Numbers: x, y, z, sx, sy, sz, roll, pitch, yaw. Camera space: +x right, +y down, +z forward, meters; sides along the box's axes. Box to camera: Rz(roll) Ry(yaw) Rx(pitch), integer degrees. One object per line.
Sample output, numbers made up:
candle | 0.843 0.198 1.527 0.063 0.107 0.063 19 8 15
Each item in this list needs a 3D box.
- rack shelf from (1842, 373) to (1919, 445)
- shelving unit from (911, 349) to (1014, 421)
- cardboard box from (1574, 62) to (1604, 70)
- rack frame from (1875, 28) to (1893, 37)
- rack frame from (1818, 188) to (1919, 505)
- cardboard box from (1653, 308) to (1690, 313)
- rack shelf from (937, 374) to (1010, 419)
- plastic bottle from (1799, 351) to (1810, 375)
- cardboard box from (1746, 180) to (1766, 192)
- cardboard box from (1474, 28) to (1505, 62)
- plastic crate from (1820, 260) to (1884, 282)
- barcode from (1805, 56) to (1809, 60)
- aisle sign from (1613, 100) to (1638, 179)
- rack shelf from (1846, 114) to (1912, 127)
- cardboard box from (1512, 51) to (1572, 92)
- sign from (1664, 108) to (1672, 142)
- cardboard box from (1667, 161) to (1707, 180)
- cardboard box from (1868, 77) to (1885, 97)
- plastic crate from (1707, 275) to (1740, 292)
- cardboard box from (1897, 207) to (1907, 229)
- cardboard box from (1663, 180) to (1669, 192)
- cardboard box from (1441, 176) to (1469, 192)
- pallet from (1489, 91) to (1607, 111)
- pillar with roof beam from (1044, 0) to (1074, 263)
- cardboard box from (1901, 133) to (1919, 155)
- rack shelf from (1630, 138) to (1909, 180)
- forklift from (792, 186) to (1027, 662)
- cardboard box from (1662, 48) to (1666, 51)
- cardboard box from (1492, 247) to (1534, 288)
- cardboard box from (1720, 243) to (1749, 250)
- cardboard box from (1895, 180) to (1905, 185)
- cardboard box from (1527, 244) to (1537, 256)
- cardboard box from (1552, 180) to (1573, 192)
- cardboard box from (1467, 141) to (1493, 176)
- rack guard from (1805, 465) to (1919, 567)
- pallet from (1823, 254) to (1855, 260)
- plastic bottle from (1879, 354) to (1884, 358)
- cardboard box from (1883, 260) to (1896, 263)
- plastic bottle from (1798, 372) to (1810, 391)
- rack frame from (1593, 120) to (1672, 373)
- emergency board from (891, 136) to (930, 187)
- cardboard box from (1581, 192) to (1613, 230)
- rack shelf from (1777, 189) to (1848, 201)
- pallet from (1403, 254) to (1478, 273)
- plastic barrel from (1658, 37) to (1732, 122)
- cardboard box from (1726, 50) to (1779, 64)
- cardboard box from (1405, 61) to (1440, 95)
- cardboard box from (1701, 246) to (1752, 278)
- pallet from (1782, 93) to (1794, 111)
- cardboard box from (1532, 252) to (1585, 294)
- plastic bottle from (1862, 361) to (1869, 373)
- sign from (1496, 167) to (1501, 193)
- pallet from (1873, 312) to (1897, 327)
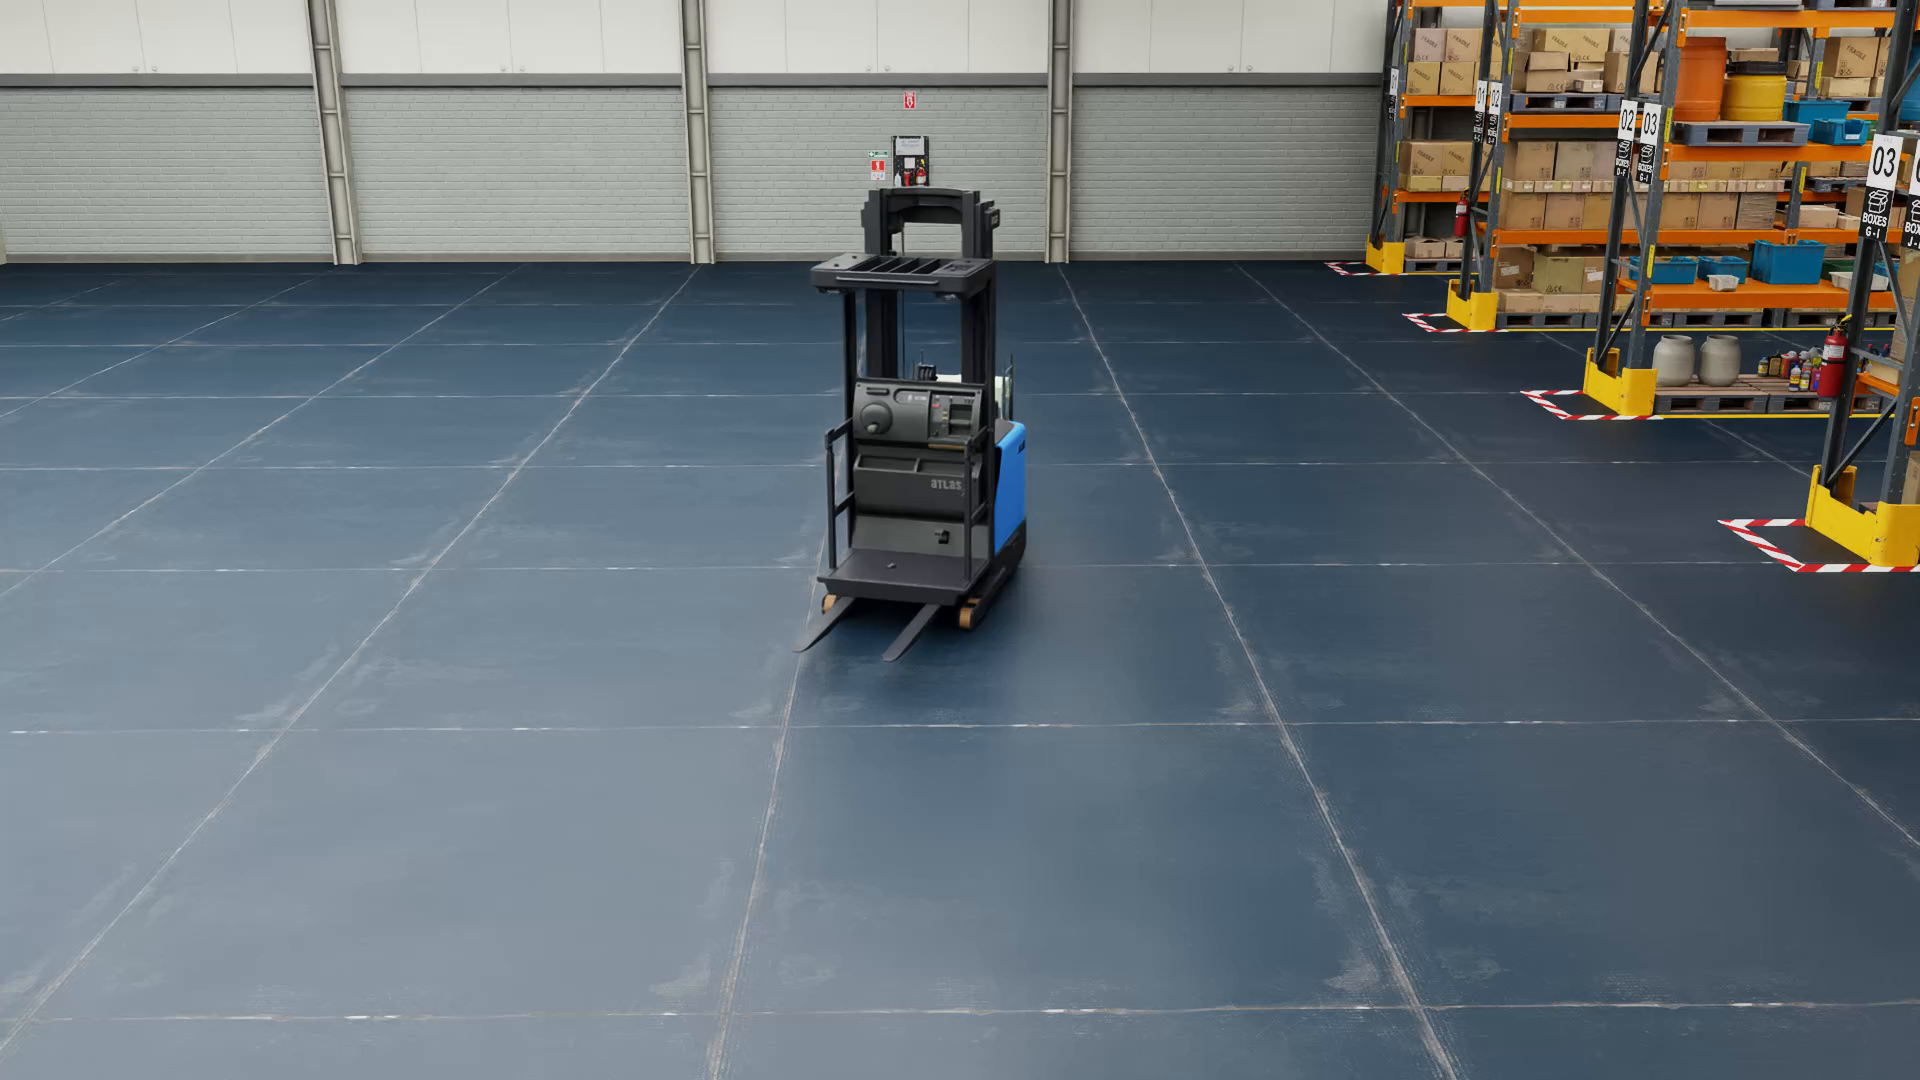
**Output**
rack shelf | 9.194 -1.065 13.134 4.000 0.370 1.077 0 18 -1
shelving unit | 0.021 -0.747 13.422 0.755 1.500 0.431 4 18 11
cardboard box | 9.953 -7.364 26.487 0.500 0.500 0.500 -2 18 -6
rack frame | 14.959 -8.831 26.346 0.127 3.000 1.000 0 18 -1
rack frame | 7.195 -1.398 12.994 0.127 3.000 1.000 0 18 -1
cardboard box | 9.581 -3.258 22.607 0.500 0.250 0.500 0 18 -1
rack shelf | 0.021 -1.119 13.302 0.720 0.370 0.431 4 18 11
plastic bottle | 9.337 -1.959 18.483 0.135 0.276 0.152 -1 18 -2
cardboard box | 10.526 -4.732 22.161 0.250 0.149 0.380 -1 18 -2
cardboard box | 8.364 -7.818 26.265 0.500 0.500 0.500 0 18 1
plastic crate | 9.754 -2.908 18.050 0.662 0.188 0.450 0 18 -1
barcode | 13.847 -7.879 27.174 0.075 0.075 0.001 0 18 -1
aisle sign | 7.040 -4.239 17.594 0.004 0.787 0.394 0 18 -1
rack shelf | 13.041 -5.538 22.167 4.000 0.370 1.077 0 18 -1
cardboard box | 7.617 -6.169 21.871 0.637 0.503 0.797 1 18 3
sign | 7.121 -4.175 16.726 0.005 0.325 0.100 0 18 -1
cardboard box | 9.592 -5.099 22.244 0.500 0.500 0.700 0 18 -1
cardboard box | 12.207 -6.003 21.997 0.500 0.250 0.500 -2 18 -6
plastic crate | 8.016 -2.691 17.457 0.250 0.136 0.298 0 18 -1
cardboard box | 12.837 -4.494 22.482 0.500 0.500 0.500 0 18 -1
cardboard box | 9.238 -4.724 22.139 0.250 0.149 0.380 0 18 1
cardboard box | 7.972 -5.786 26.888 0.500 0.250 0.500 -1 18 -3
pallet | 7.749 -5.805 21.967 1.213 0.211 1.003 0 18 -1
pillar with roof beam | 1.715 -7.717 22.870 0.400 9.000 9.100 0 18 -1
cardboard box | 7.467 -3.041 12.799 0.250 0.149 0.380 0 18 -1
rack shelf | 9.116 -4.006 17.391 4.000 0.370 1.077 0 18 -1
forklift | -0.354 -0.896 11.543 1.130 2.935 3.031 5 18 14
cardboard box | 11.507 -7.609 26.596 0.500 0.500 0.500 2 18 7
cardboard box | 7.573 -3.764 22.958 0.500 0.500 0.500 0 18 -1
cardboard box | 12.722 -4.991 27.568 0.500 0.500 0.700 0 18 0
cardboard box | 15.292 -5.795 27.082 0.250 0.149 0.380 -1 18 -2
cardboard box | 9.360 -4.806 27.565 0.250 0.149 0.380 -2 18 -5
cardboard box | 7.951 -4.719 22.121 0.250 0.149 0.380 0 18 -1
cardboard box | 8.453 -6.142 26.768 0.500 0.500 0.500 -1 18 -3
rack guard | 7.271 -0.208 13.377 0.348 0.500 1.175 0 18 -1
pallet | 14.178 -4.644 27.678 1.213 0.211 1.003 0 18 -1
plastic bottle | 10.159 -1.925 18.385 0.097 0.271 0.097 0 18 0
cardboard box | 12.963 -3.697 23.058 0.500 0.311 0.500 0 18 -2
plastic bottle | 9.038 -1.701 17.802 0.097 0.201 0.097 0 18 0
rack frame | 7.116 -2.910 17.709 0.127 3.000 1.000 0 18 -1
emergency board | -0.825 -6.174 27.885 0.643 1.169 0.194 0 18 -1
cardboard box | 8.530 -4.474 22.419 0.500 0.500 0.700 0 18 0
rack shelf | 12.959 -5.623 27.342 4.000 0.370 1.077 0 18 -1
pallet | 7.849 -4.602 27.547 1.213 0.211 1.003 0 18 -1
plastic barrel | 7.600 -4.784 17.250 0.708 0.830 0.600 0 18 -1
cardboard box | 10.534 -6.263 22.170 0.500 0.500 0.500 1 18 4
cardboard box | 7.298 -7.347 26.432 0.500 0.500 0.500 0 18 1
cardboard box | 10.573 -3.784 23.018 0.500 0.500 0.500 0 18 -1
pallet | 10.189 -5.817 22.003 1.213 0.211 1.003 0 18 -1
cardboard box | 8.081 -3.609 22.472 0.500 0.500 0.500 0 18 -1
plastic bottle | 9.797 -1.785 17.928 0.133 0.283 0.061 0 18 -1
sign | 7.045 -4.704 21.753 0.005 0.325 0.100 0 18 -1
pallet | 13.000 -3.137 22.981 1.213 0.211 1.003 0 18 -1
